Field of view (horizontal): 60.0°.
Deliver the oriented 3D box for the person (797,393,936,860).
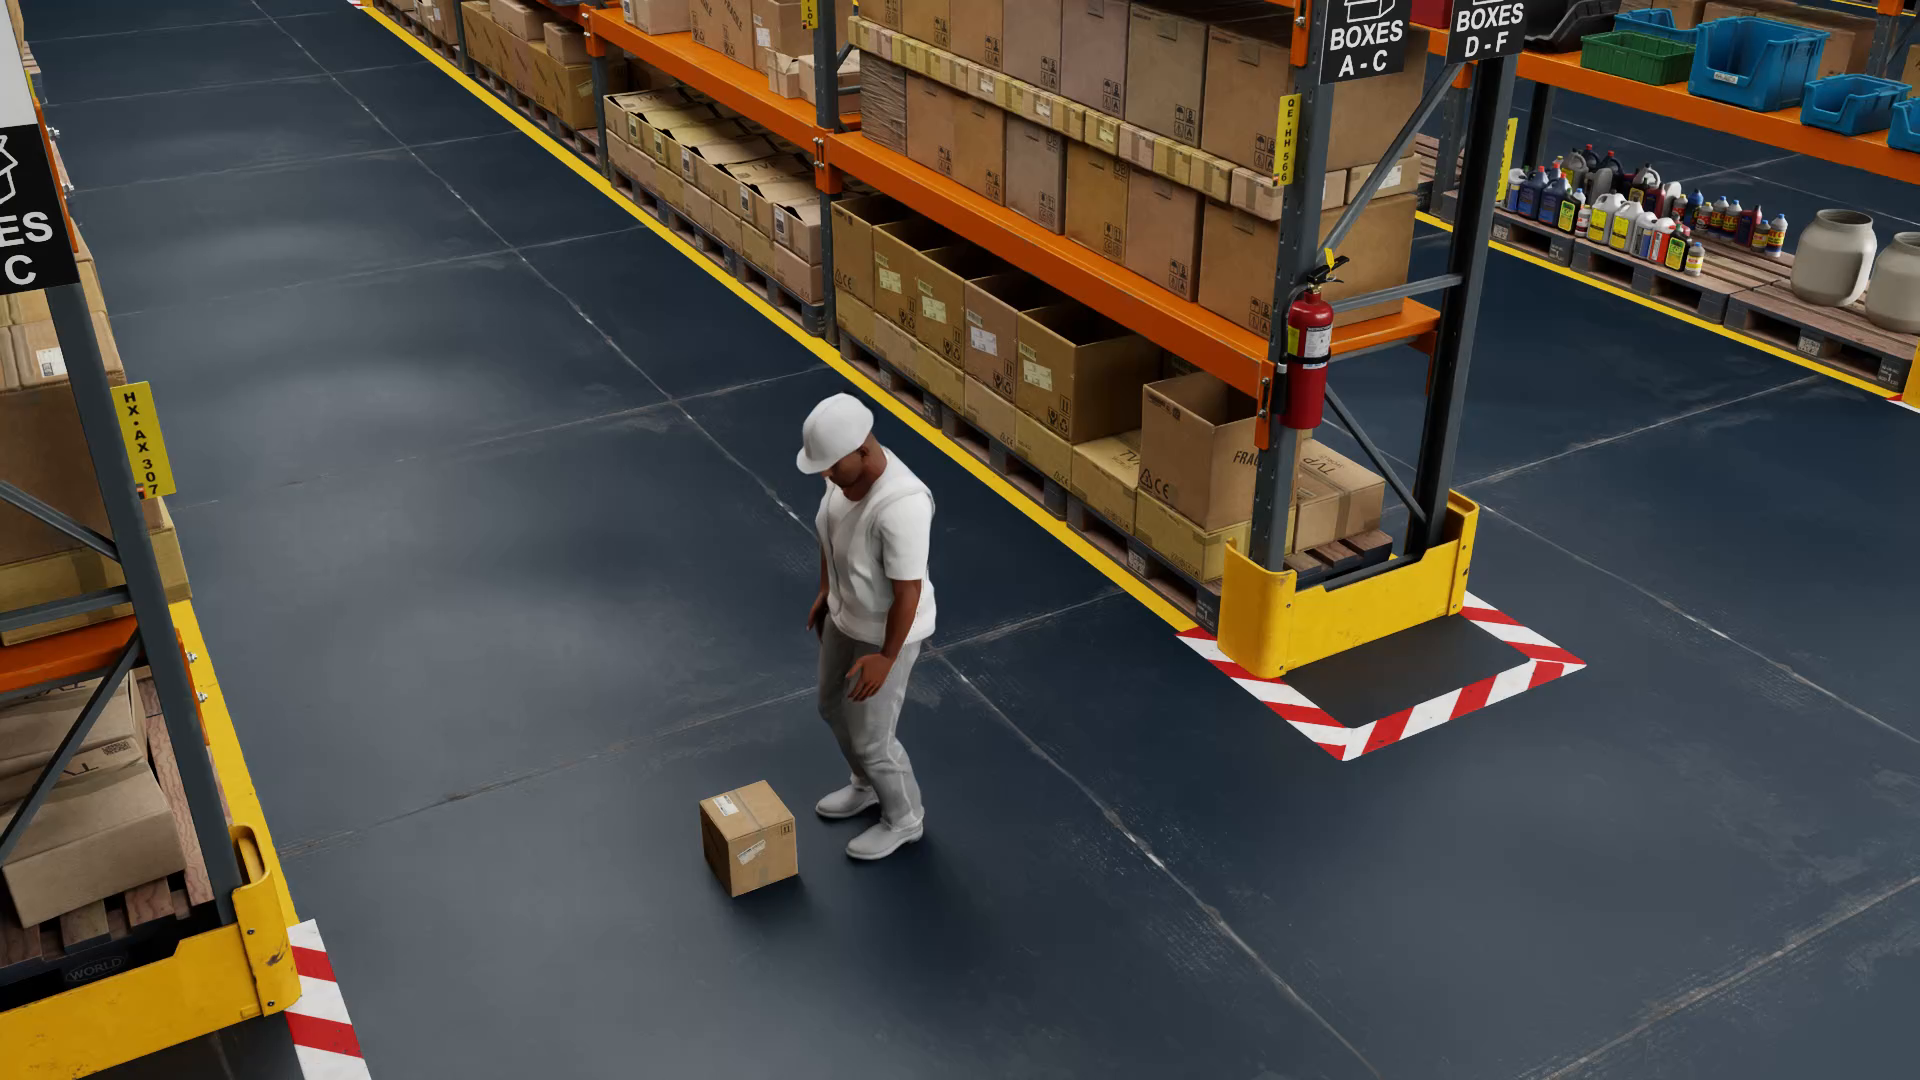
[{"bbox_3d":[-0.314,0.292,5.614,0.438,1.725,0.588,-15,32,-25],"label":"person"}]
